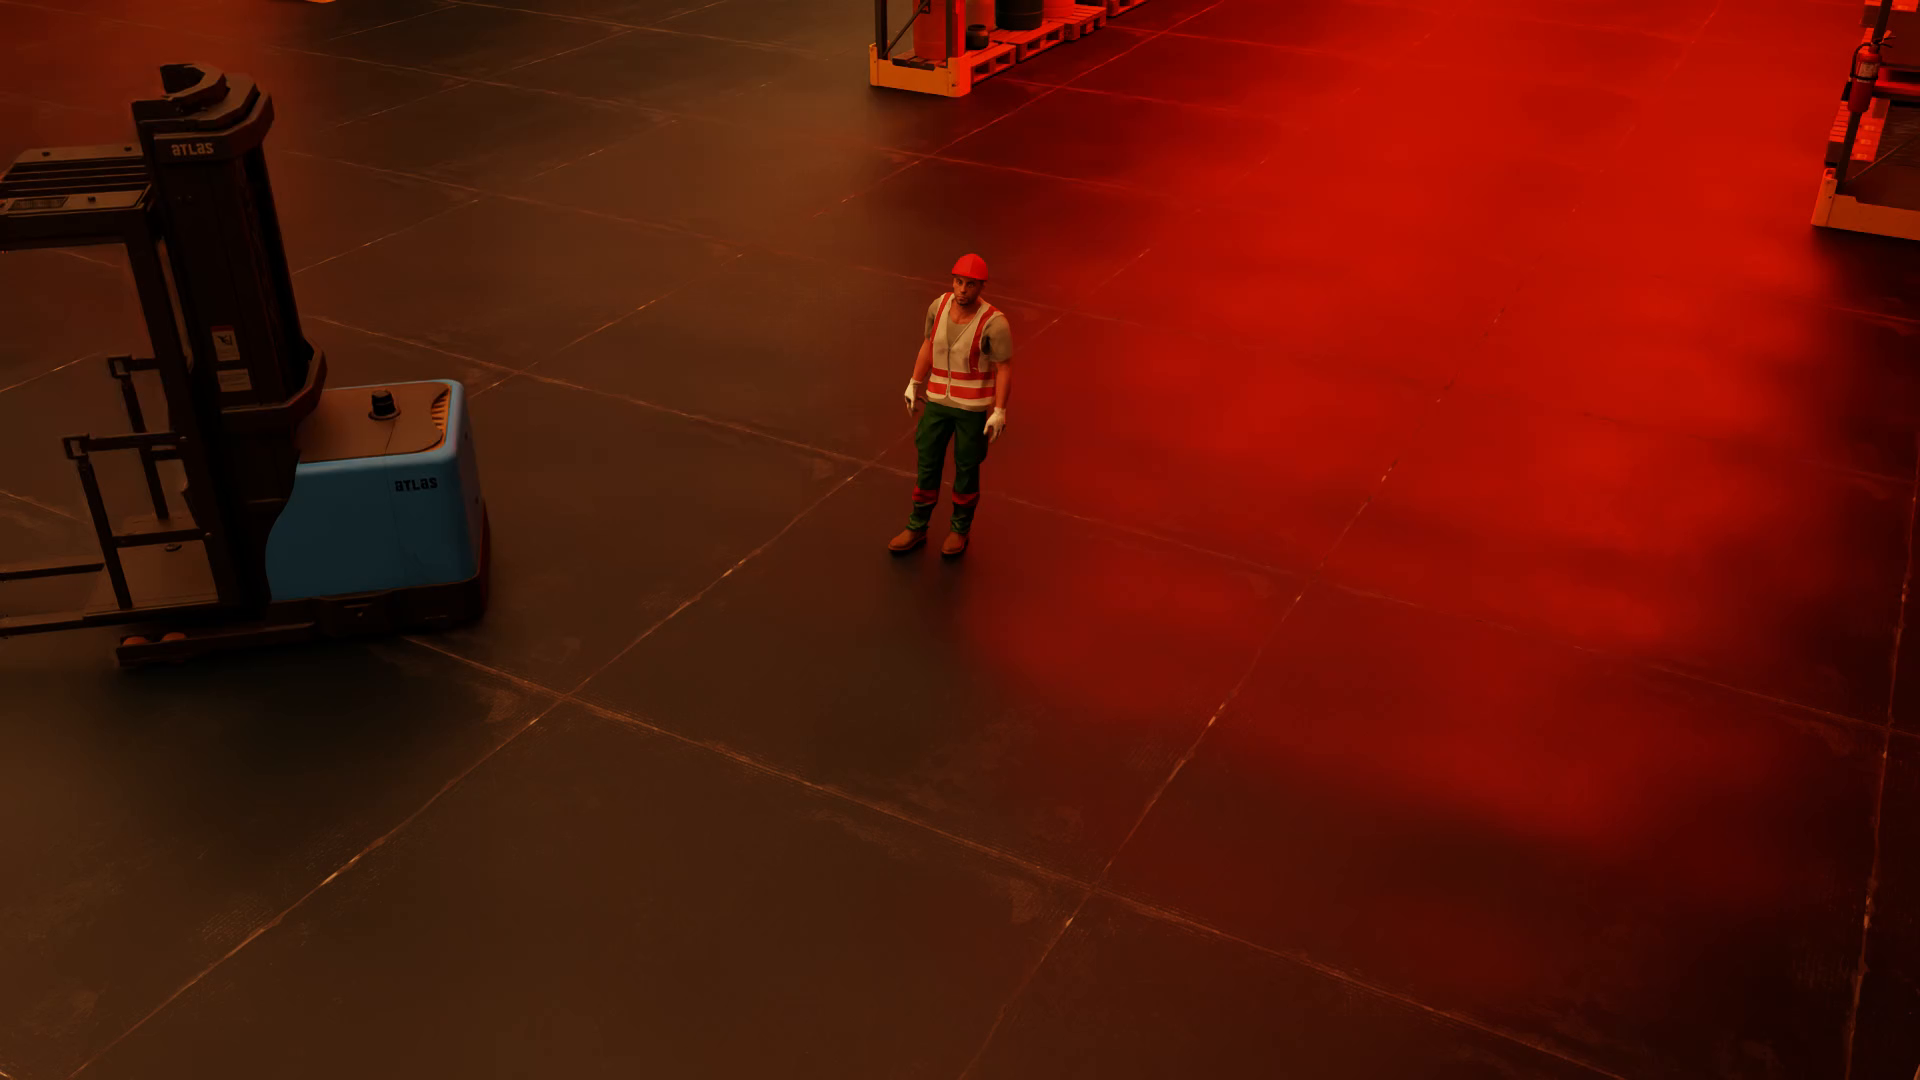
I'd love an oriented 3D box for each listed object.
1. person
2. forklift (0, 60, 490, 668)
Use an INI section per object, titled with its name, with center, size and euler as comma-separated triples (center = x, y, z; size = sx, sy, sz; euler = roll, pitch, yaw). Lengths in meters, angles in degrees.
[person]
center = -0.050, -0.749, 9.496
size = 0.637, 1.790, 0.562
euler = 15, 33, 25
[forklift]
center = -4.195, -0.878, 8.591
size = 3.031, 2.935, 1.130
euler = -6, 31, -10
